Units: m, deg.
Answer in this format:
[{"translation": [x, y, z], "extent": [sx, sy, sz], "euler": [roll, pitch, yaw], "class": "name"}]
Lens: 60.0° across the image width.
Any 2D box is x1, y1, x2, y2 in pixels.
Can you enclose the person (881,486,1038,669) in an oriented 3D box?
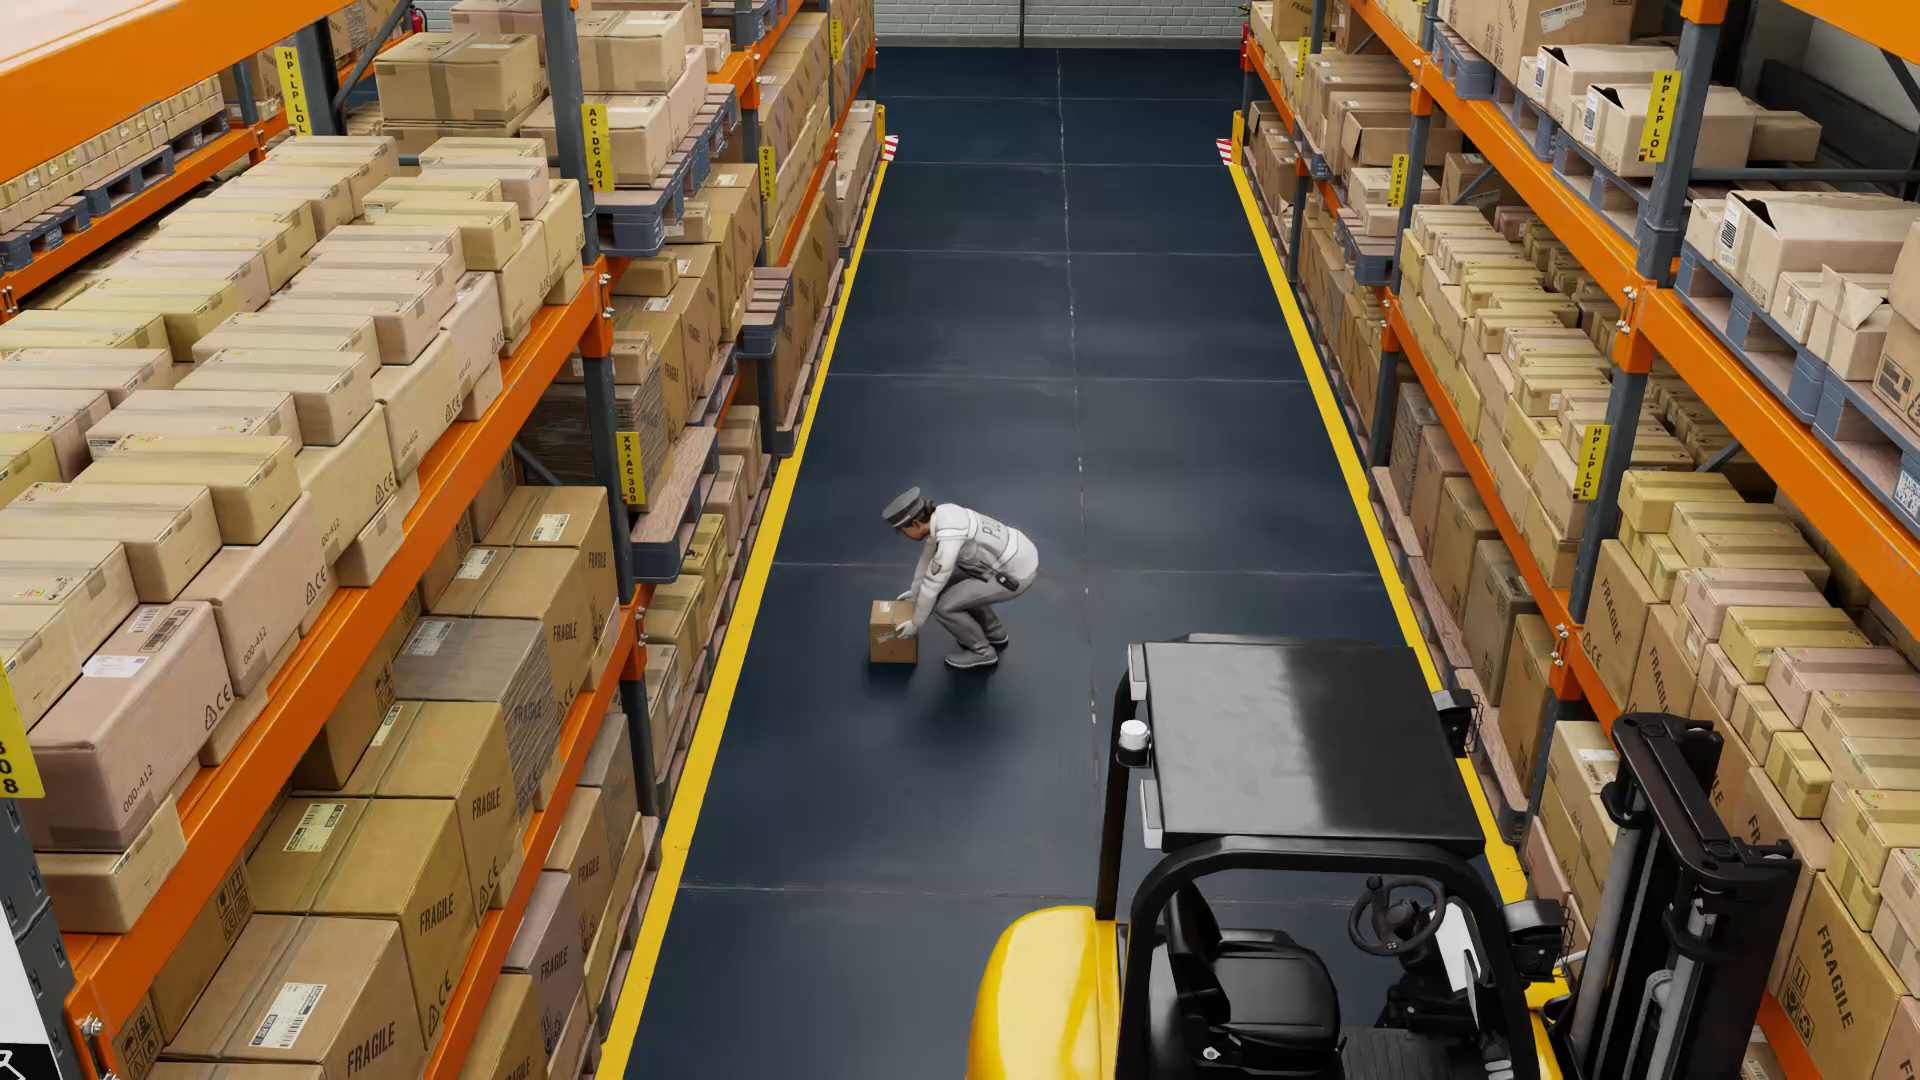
[{"translation": [0.001, 0.189, 8.949], "extent": [0.836, 1.028, 0.498], "euler": [1, 28, 2], "class": "person"}]
